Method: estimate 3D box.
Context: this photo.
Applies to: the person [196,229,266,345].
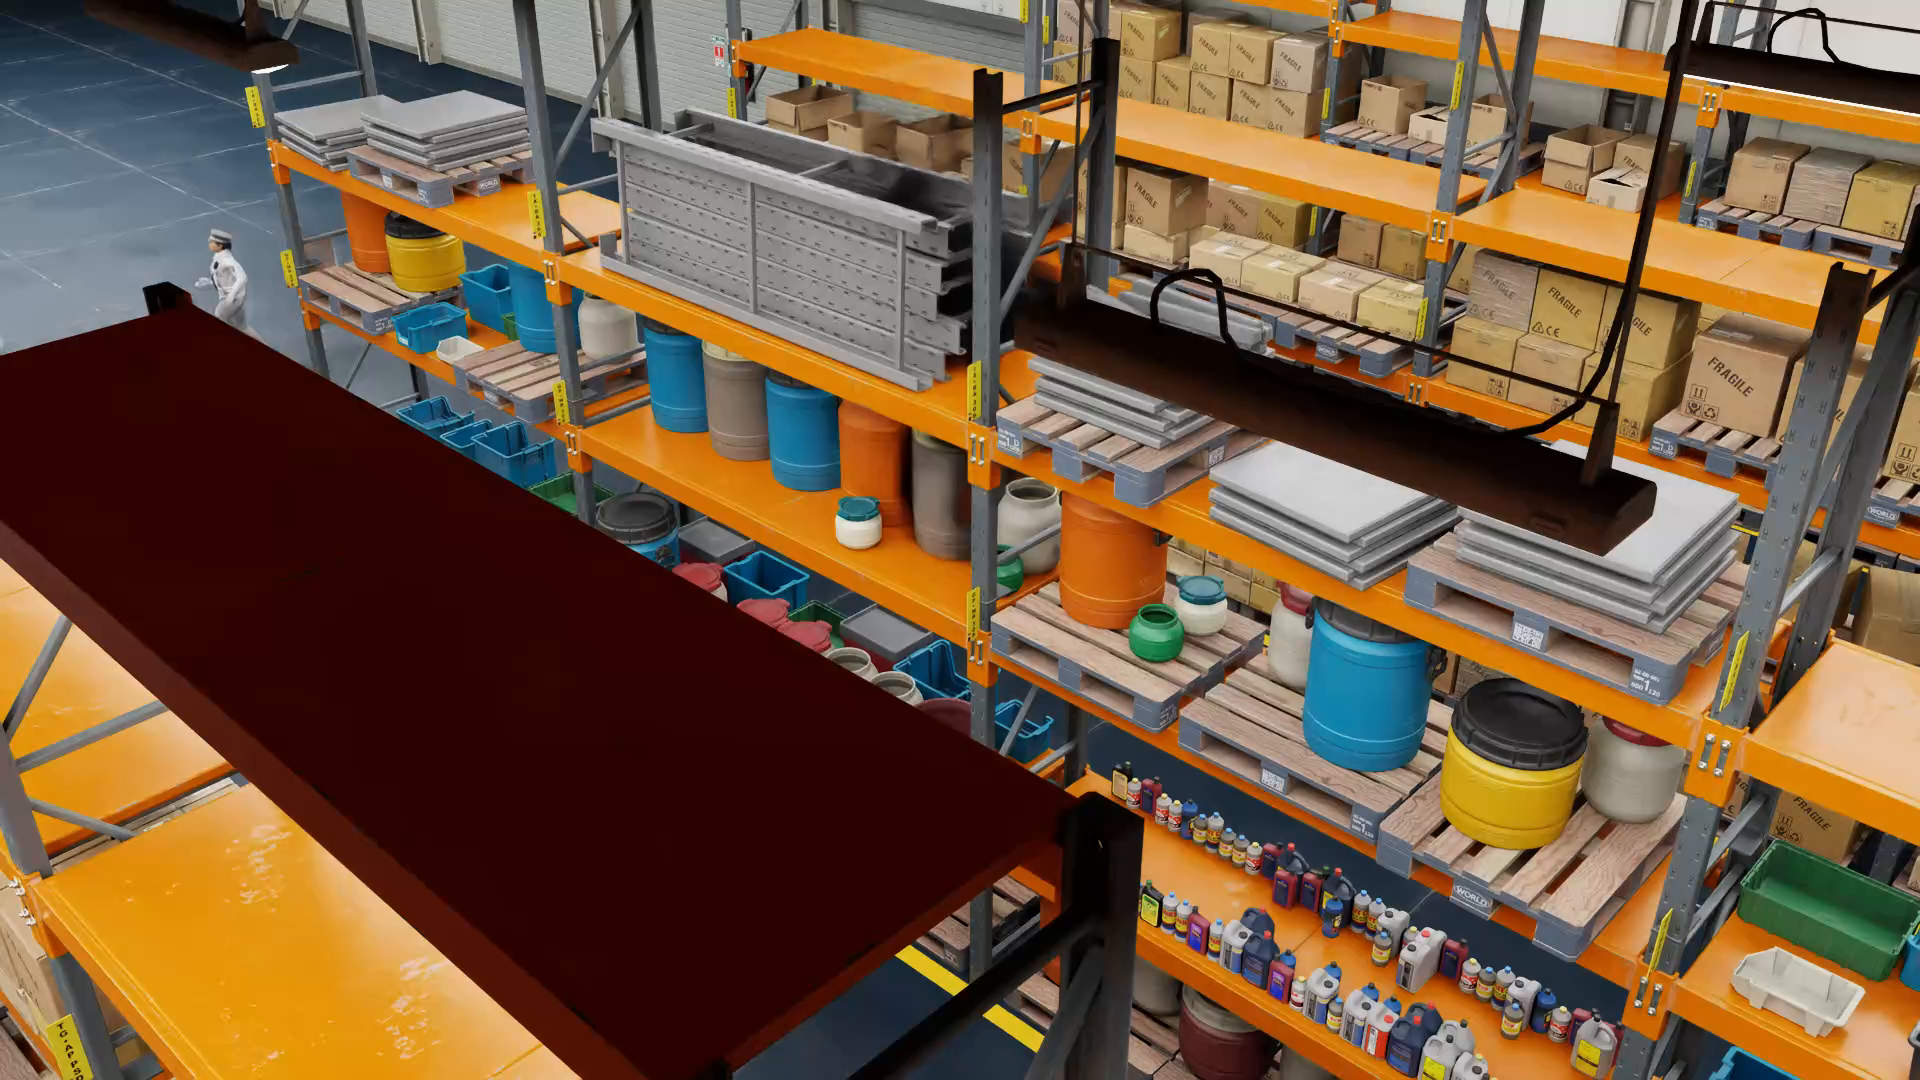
[{"bbox_3d":[-8.600,-2.834,19.566,0.653,1.686,0.588,-11,31,-19],"label":"person"}]
